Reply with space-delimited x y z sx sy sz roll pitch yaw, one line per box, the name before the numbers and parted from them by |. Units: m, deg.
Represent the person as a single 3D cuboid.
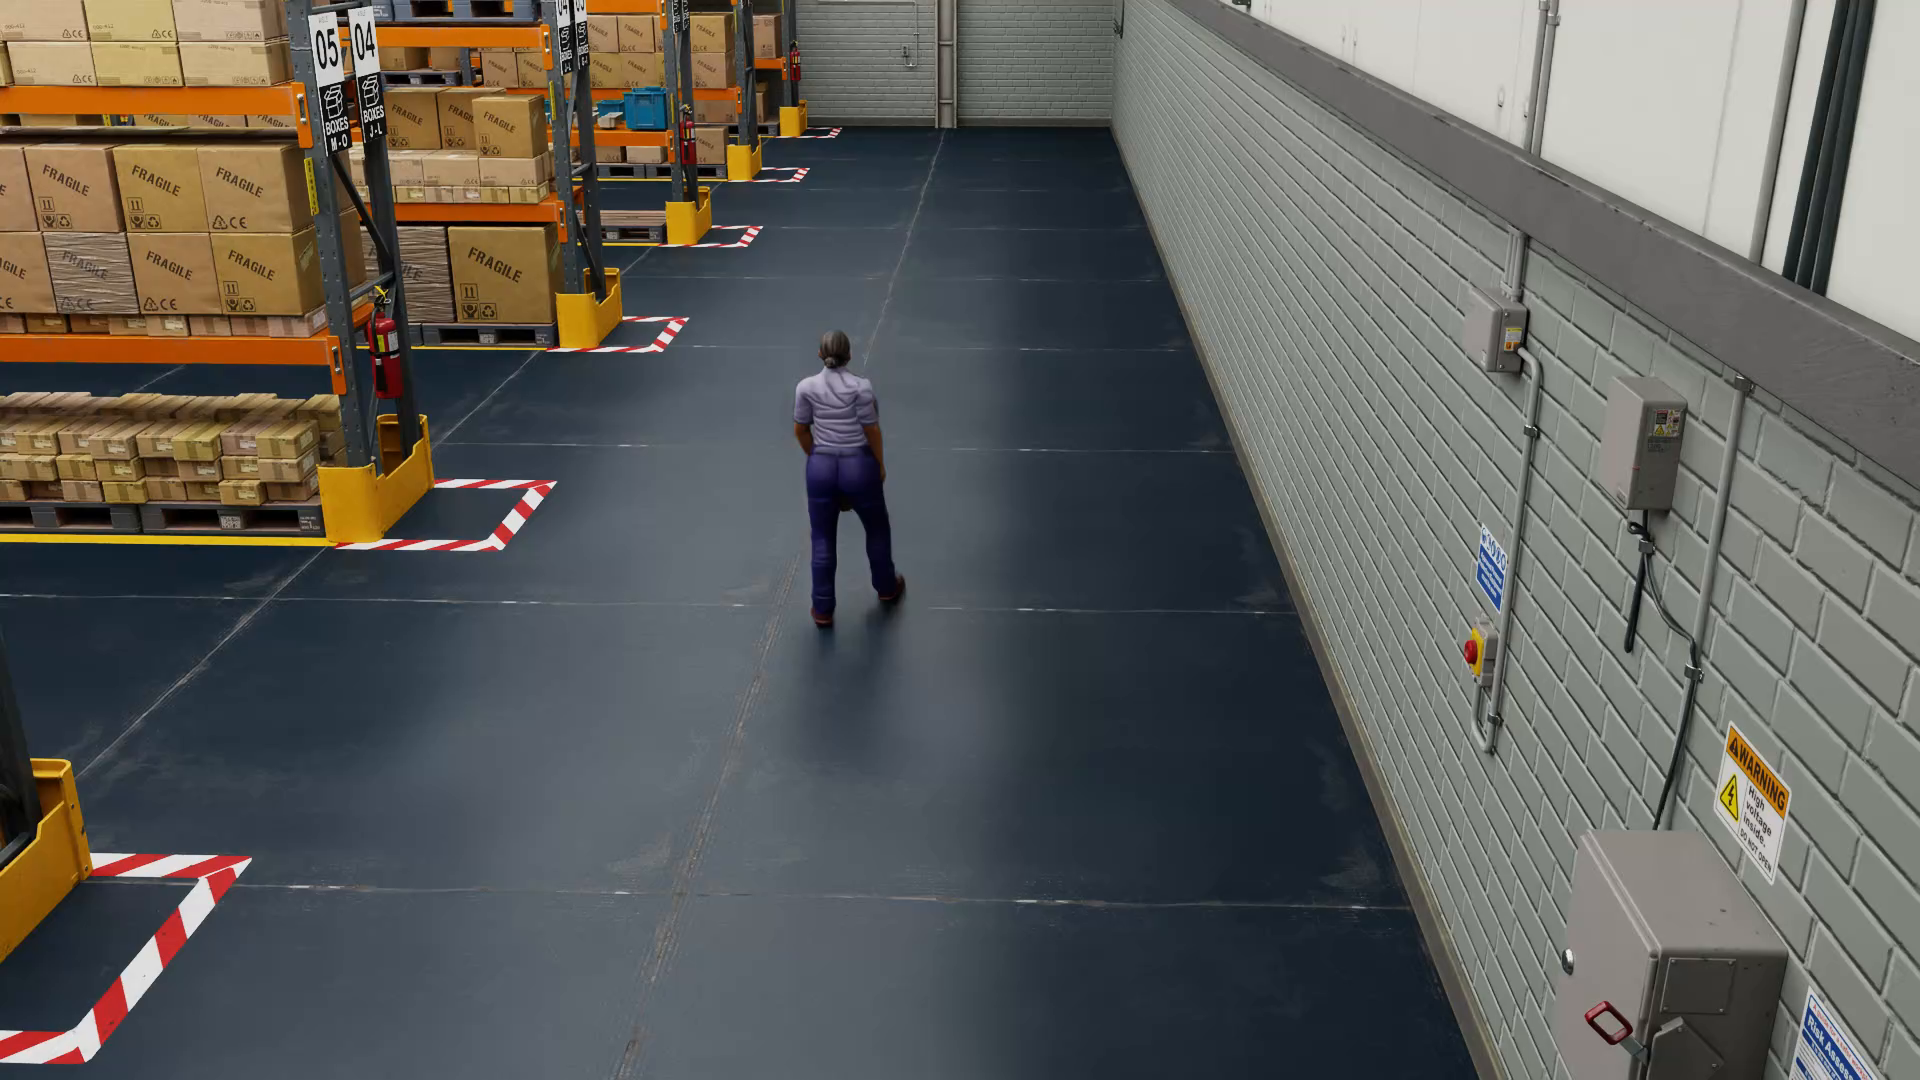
person | -0.635 -0.388 9.312 0.552 1.641 0.668 3 21 9
